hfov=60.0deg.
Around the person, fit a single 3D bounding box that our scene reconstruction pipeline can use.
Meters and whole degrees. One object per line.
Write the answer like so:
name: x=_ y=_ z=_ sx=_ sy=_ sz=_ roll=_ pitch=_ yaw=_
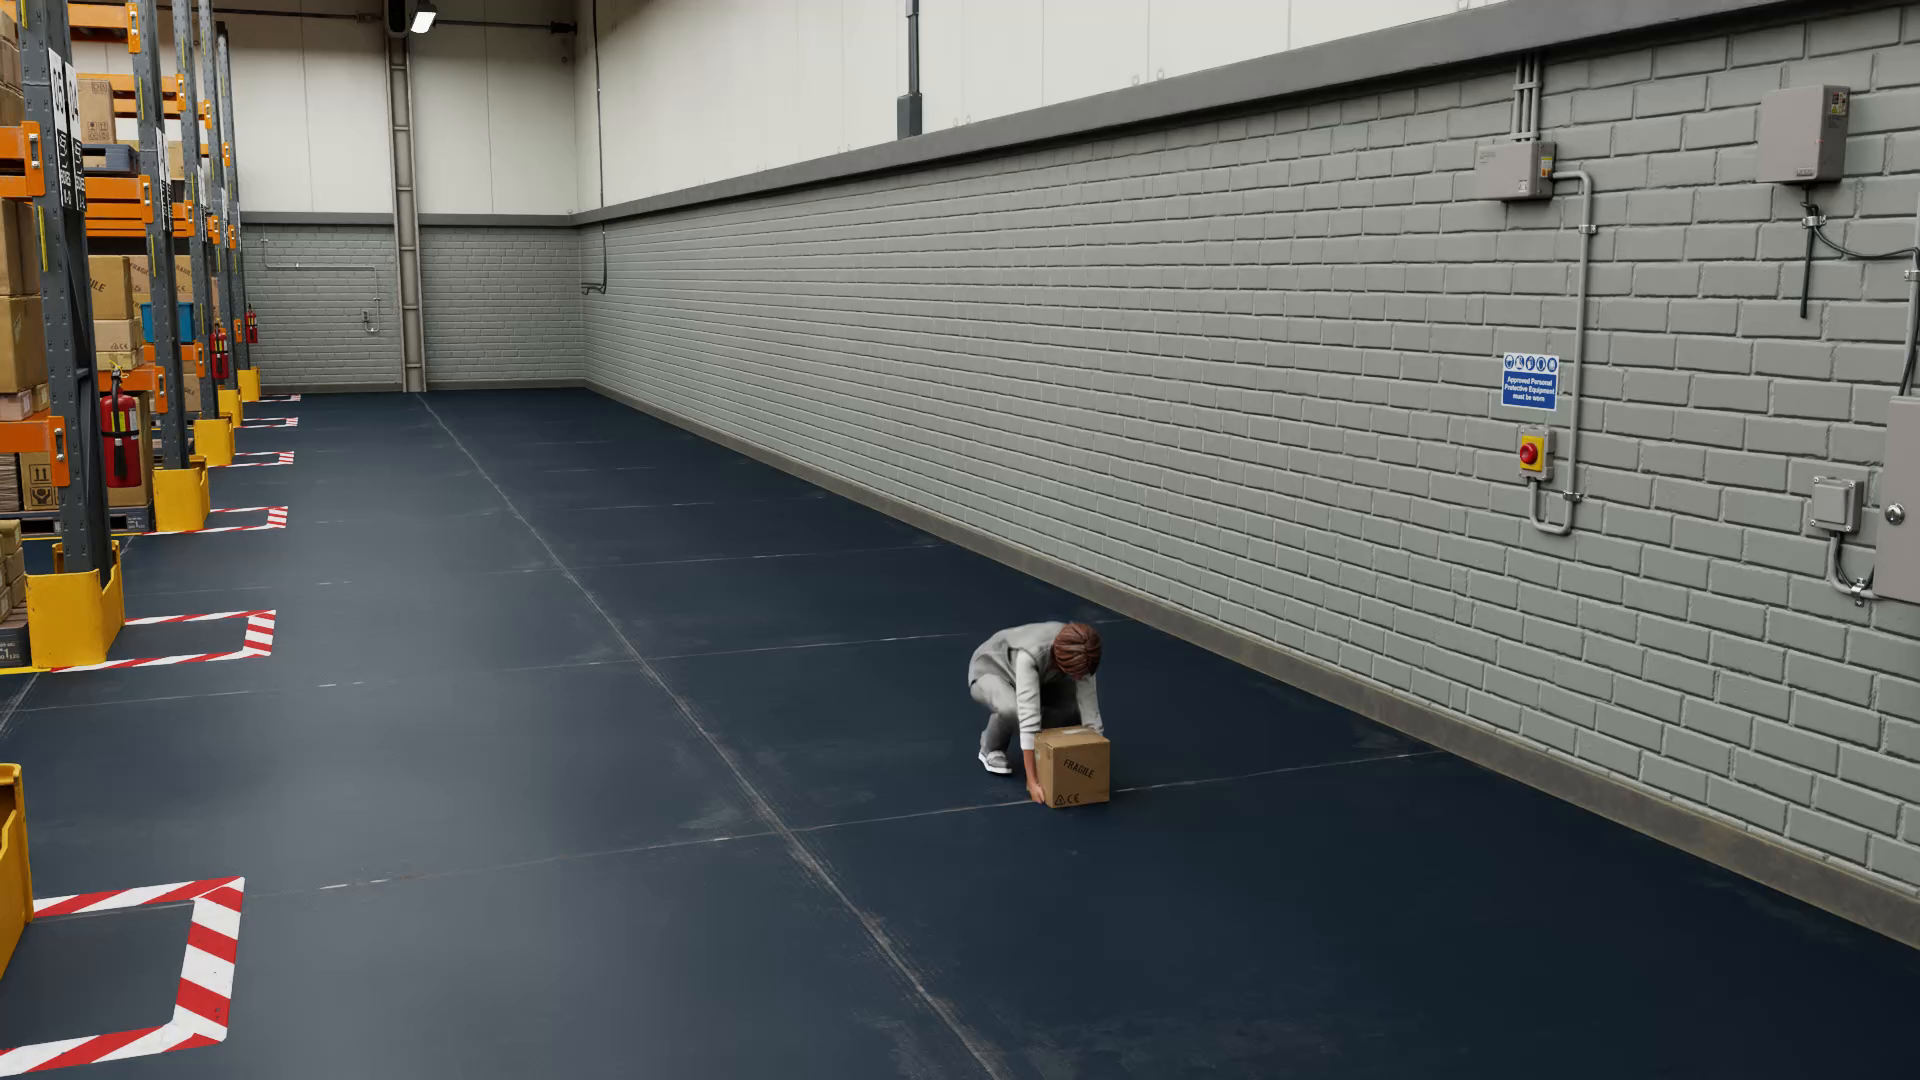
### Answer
person: x=0.317 y=0.675 z=6.882 sx=0.433 sy=0.741 sz=0.829 roll=-4 pitch=10 yaw=-21
